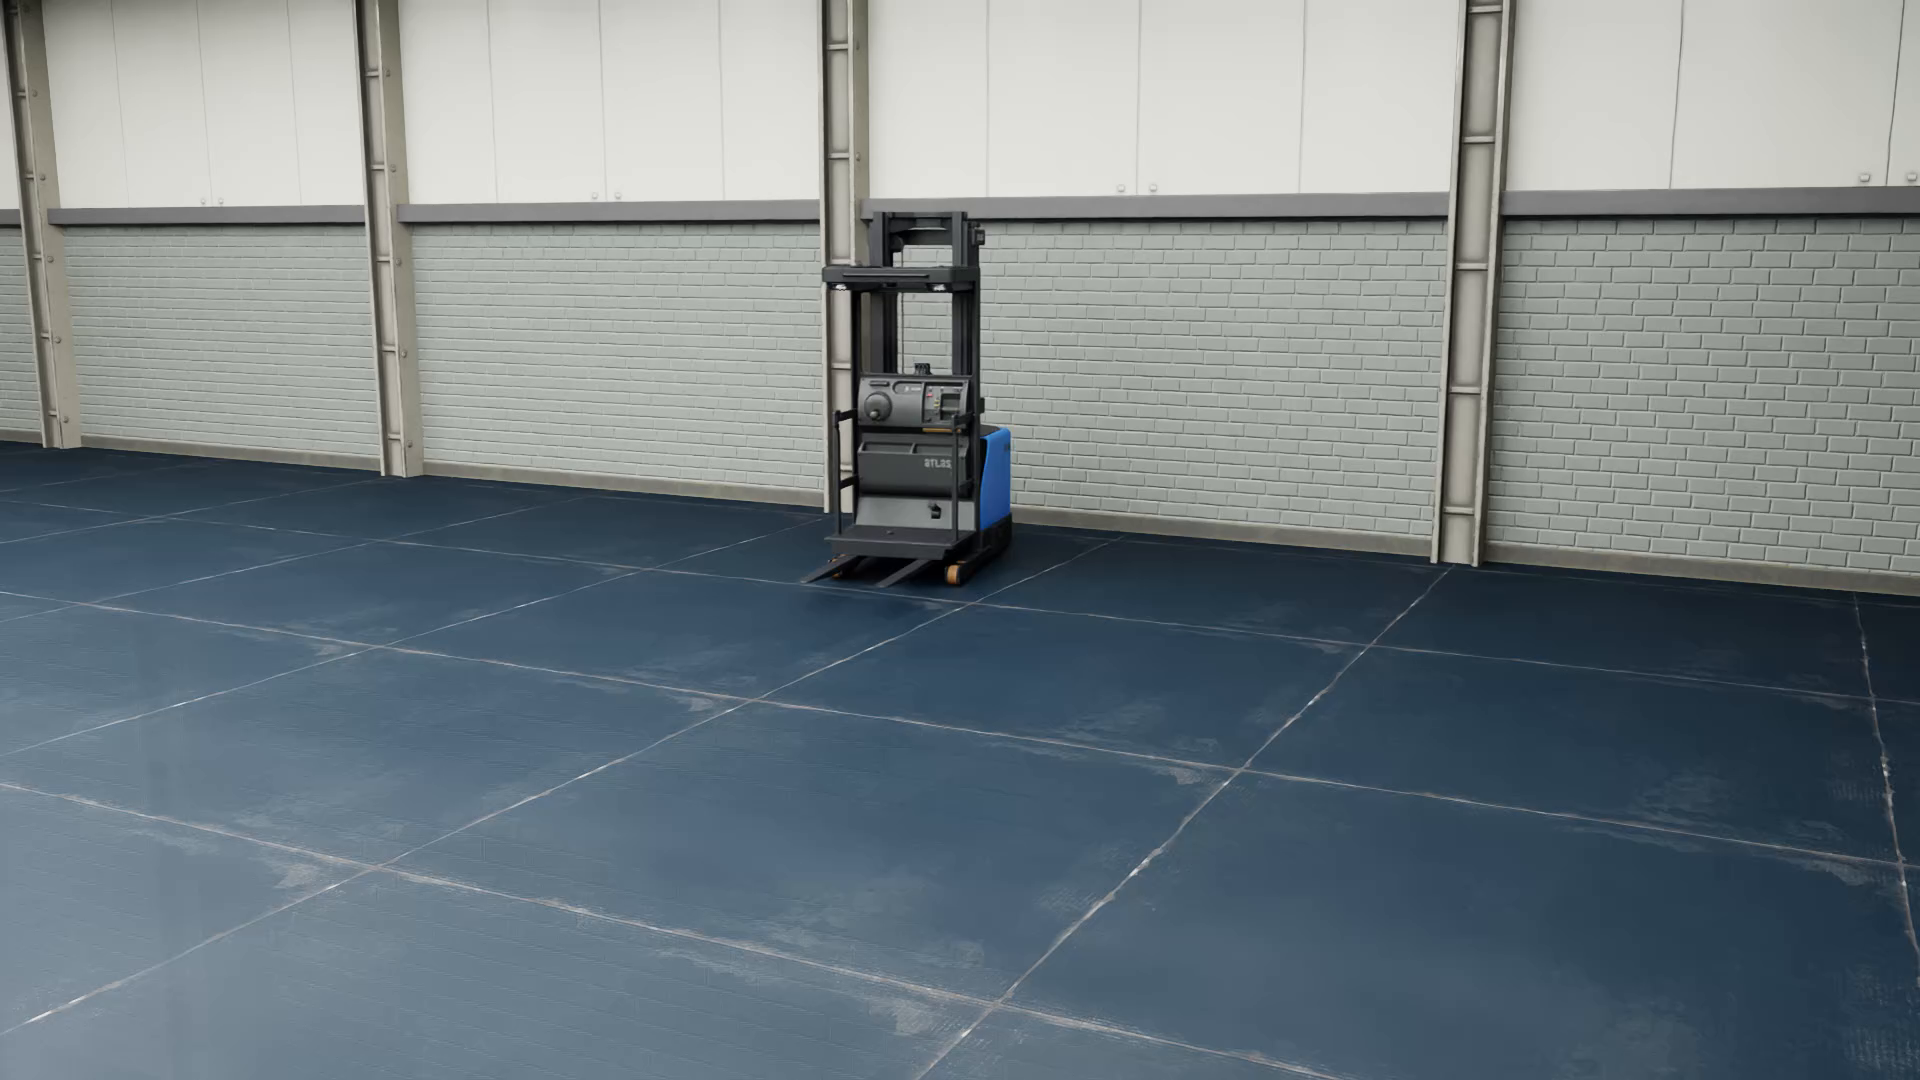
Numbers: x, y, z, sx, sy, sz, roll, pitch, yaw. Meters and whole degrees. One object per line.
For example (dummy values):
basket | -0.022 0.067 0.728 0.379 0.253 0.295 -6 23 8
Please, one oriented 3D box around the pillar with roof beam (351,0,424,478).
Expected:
pillar with roof beam | -8.414 -4.502 14.837 0.400 9.000 9.100 5 11 26

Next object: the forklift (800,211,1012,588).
forklift | -0.439 -1.158 13.398 1.130 2.935 3.031 3 11 16

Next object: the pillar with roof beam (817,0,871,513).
pillar with roof beam | -3.033 -4.029 12.225 0.400 9.000 9.100 5 11 26

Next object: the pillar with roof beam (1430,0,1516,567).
pillar with roof beam | 2.347 -3.556 9.612 0.400 9.000 9.100 5 11 26

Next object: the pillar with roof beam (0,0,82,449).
pillar with roof beam | -13.795 -4.975 17.449 0.400 9.000 9.100 5 11 26
